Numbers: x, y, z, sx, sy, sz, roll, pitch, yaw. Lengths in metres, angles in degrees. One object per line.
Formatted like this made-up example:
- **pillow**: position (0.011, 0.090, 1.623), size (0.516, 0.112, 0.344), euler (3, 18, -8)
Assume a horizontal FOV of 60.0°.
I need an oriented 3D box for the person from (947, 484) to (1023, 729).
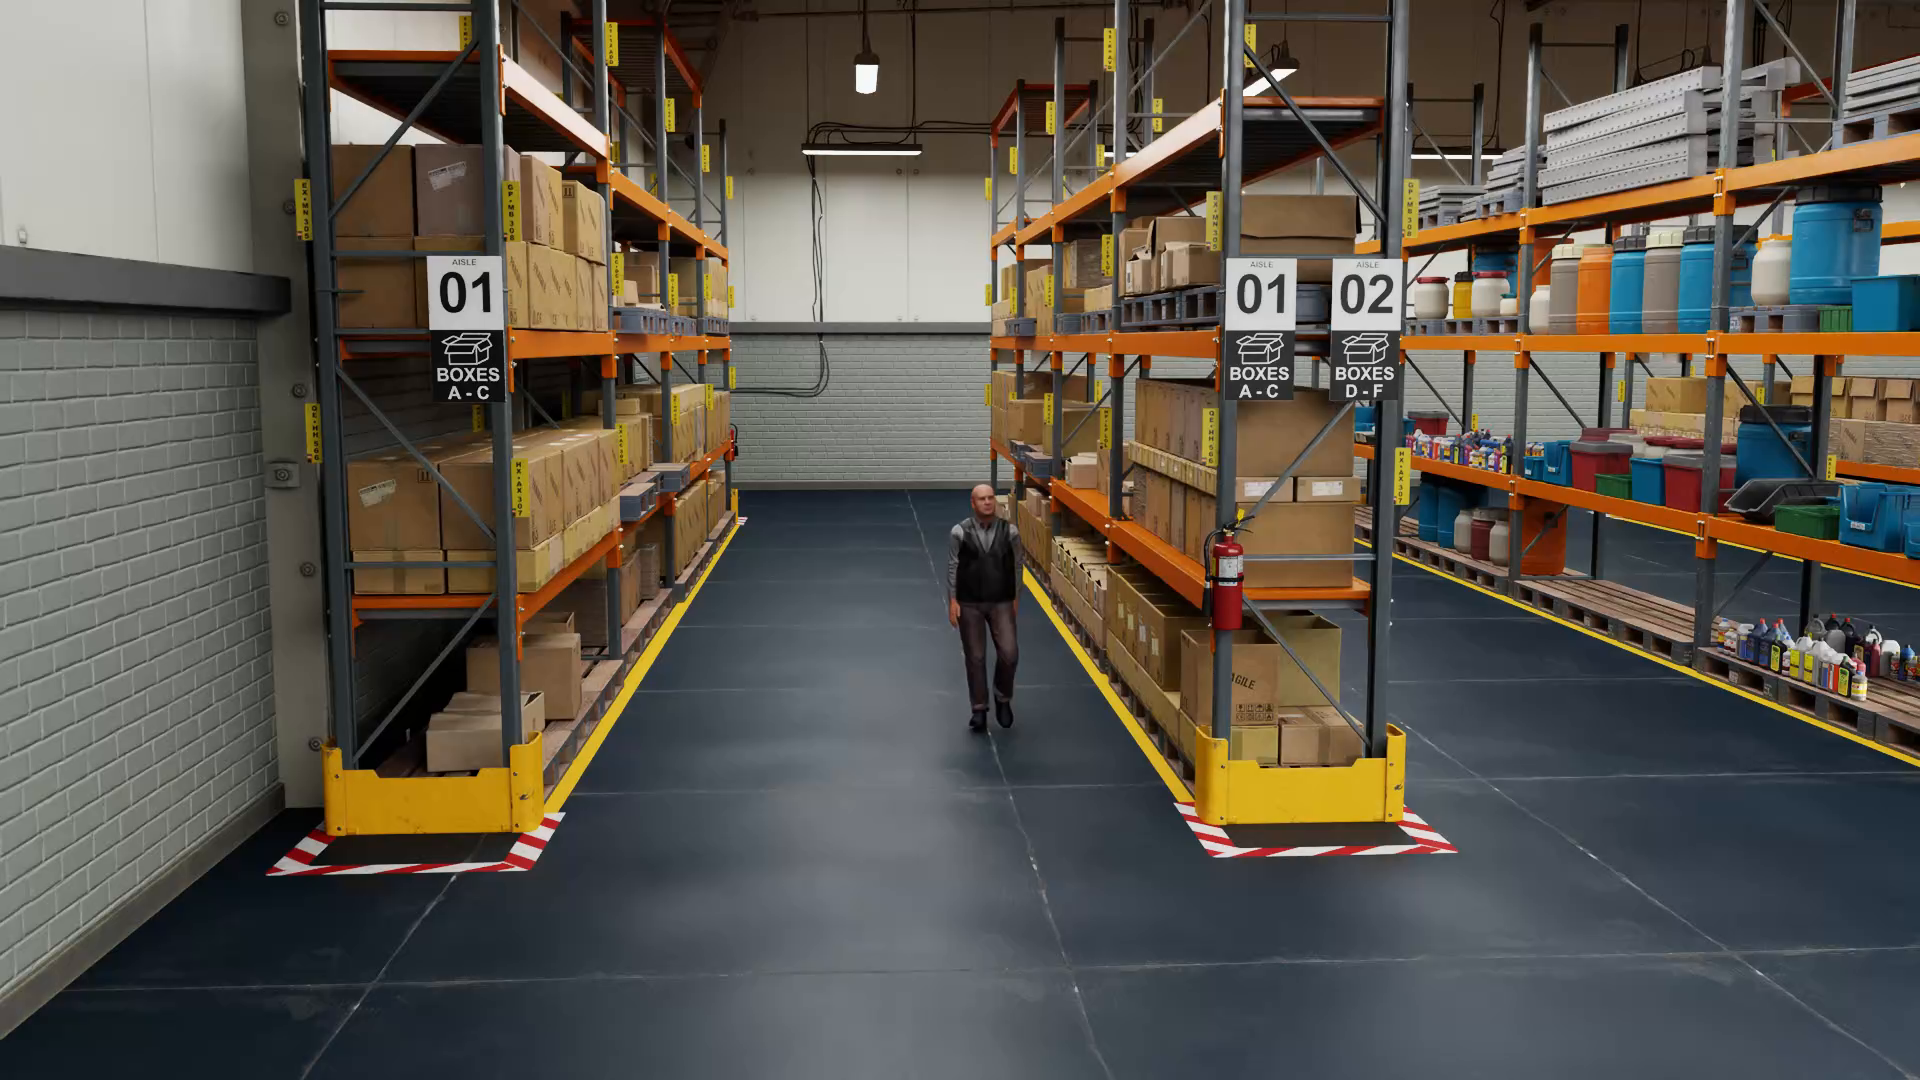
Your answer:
- **person**: position (0.183, 0.480, 11.701), size (0.547, 1.735, 0.460), euler (0, 7, -2)
